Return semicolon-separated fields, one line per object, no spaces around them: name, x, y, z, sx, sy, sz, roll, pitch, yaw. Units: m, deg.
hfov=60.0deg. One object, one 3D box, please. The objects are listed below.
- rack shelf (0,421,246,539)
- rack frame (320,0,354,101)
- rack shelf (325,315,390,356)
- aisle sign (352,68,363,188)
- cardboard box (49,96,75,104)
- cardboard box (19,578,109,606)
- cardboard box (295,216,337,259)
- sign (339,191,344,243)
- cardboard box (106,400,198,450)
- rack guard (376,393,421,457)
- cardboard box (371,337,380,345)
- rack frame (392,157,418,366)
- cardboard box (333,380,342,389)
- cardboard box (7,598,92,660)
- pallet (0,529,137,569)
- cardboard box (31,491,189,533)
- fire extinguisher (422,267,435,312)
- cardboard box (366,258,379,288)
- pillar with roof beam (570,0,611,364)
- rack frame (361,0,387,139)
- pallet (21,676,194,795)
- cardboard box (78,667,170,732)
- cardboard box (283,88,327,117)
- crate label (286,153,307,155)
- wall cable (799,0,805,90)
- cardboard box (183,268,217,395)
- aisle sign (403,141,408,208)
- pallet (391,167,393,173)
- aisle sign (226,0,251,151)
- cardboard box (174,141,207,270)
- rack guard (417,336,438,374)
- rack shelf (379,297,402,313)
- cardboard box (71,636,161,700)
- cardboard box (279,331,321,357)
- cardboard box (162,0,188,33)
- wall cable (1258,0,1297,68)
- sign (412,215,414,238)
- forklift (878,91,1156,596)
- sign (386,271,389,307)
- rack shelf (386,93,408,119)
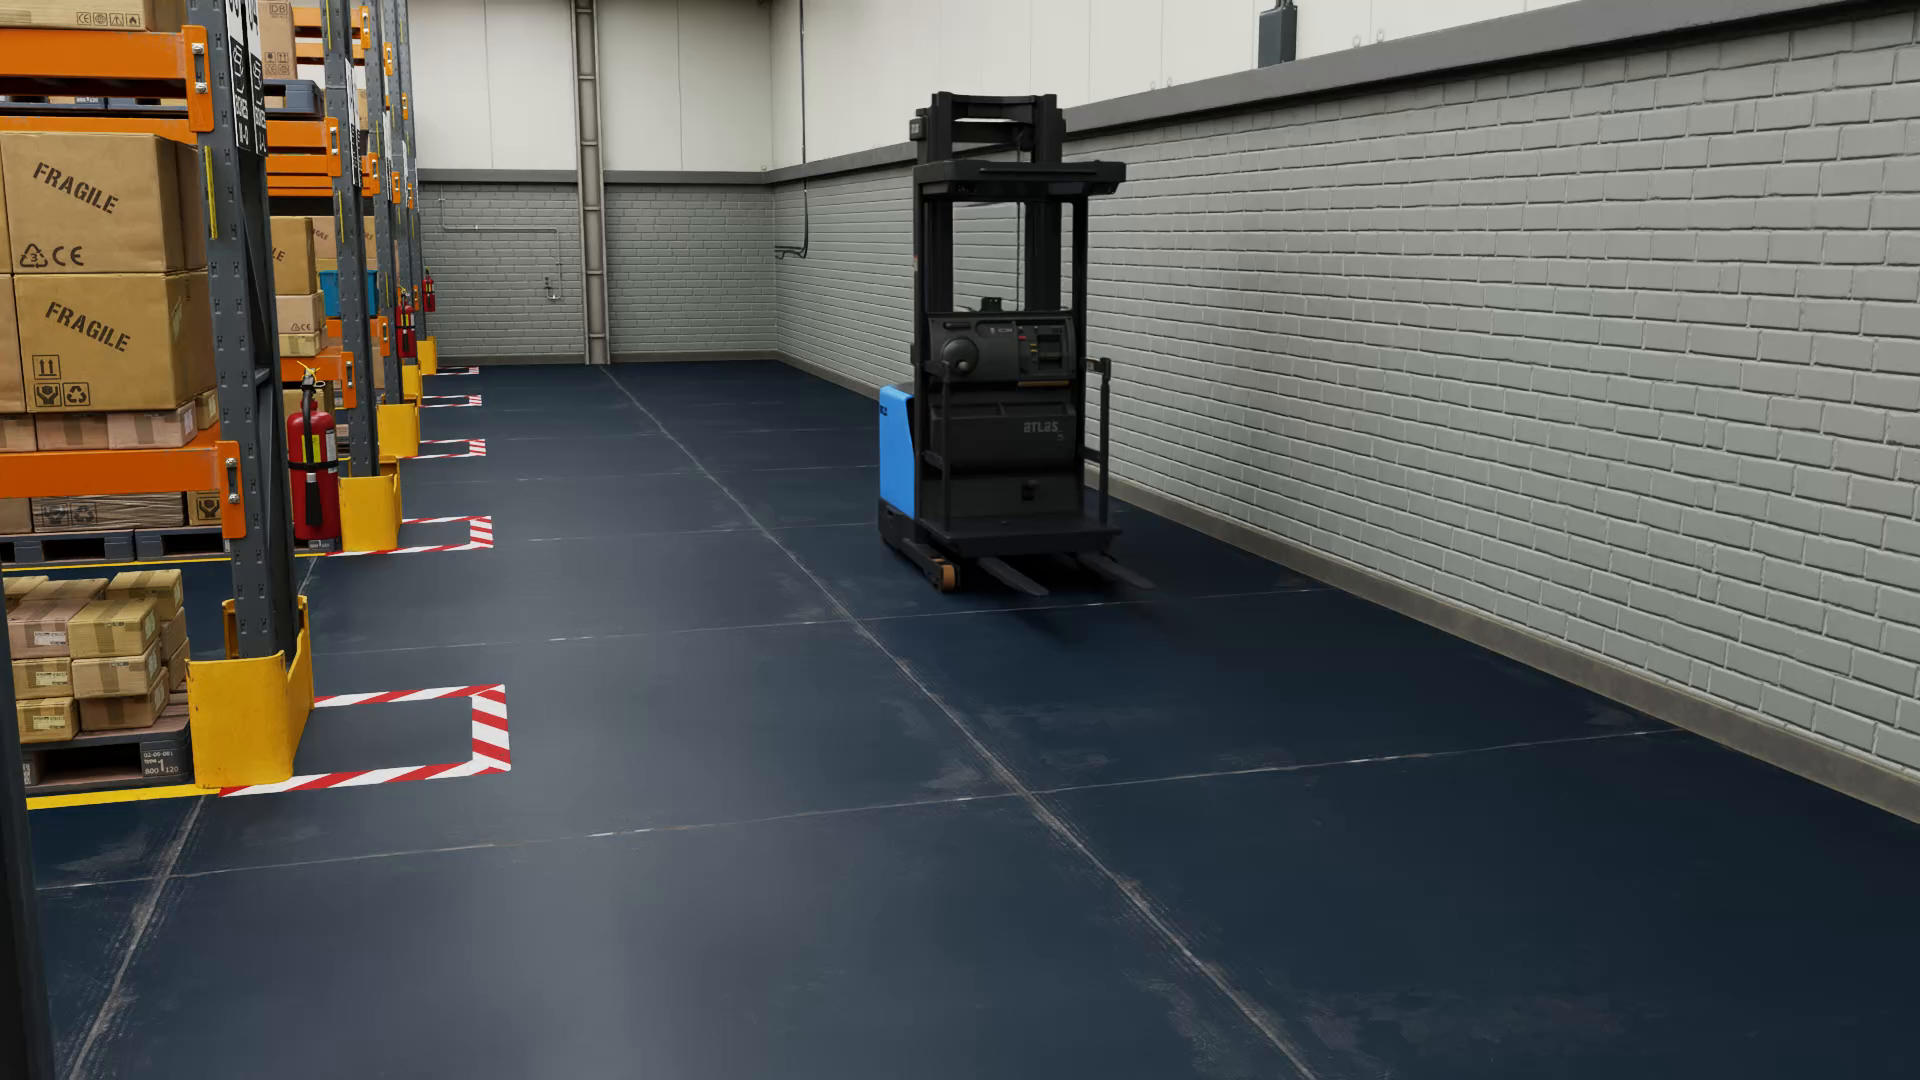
rack shelf;-4.773;-0.178;6.213;4.000;0.370;1.077;-3;11;-16
rack frame;-4.142;-4.450;10.866;0.127;3.000;1.000;-3;11;-16
rack shelf;-7.447;-1.906;15.601;4.000;0.370;1.077;-3;11;-16
aisle sign;-4.157;-2.834;11.477;0.004;0.787;0.394;-3;11;-16
cardboard box;-10.292;-5.067;19.463;0.500;0.500;0.700;-3;11;-16
cardboard box;-3.682;0.273;6.851;0.250;0.149;0.380;-3;11;-15
cardboard box;-7.743;-3.667;20.143;0.500;0.500;0.500;-3;11;-14
sign;-4.004;-2.091;10.766;0.005;0.325;0.100;-3;11;-16
cardboard box;-3.087;-0.443;6.364;0.250;0.149;0.380;-3;11;-16
rack guard;-5.507;-1.135;16.331;0.348;0.500;1.175;-3;11;-16
cardboard box;-8.940;-3.007;25.342;0.500;0.500;0.700;-3;11;-16
rack frame;-6.907;-3.222;20.764;0.127;3.000;1.000;-3;11;-16
cardboard box;-7.774;-1.970;20.573;0.250;0.166;0.380;-3;11;-16
cardboard box;-3.547;0.344;6.464;0.250;0.149;0.380;-3;11;-15
pallet;-6.057;-0.013;11.036;1.213;0.211;1.003;-3;11;-16
cardboard box;-5.608;-0.569;11.062;0.875;0.875;0.875;-3;11;-16
fire extinguisher;-8.022;-3.789;25.087;0.183;0.674;0.296;-3;11;-16
cardboard box;-7.261;-3.201;20.375;0.500;0.500;0.500;-3;11;-14
pillar with roof beam;-4.742;-6.572;22.392;0.400;9.000;9.100;-3;11;-16
rack frame;-5.526;-5.311;15.543;0.127;3.000;1.000;-3;11;-16
pallet;-3.716;0.778;6.739;1.213;0.211;1.003;-3;11;-16
cardboard box;-3.300;0.626;6.576;0.250;0.149;0.380;-3;11;-15
cardboard box;-7.900;-5.199;20.179;0.500;0.500;0.700;-3;11;-16
crate label;-6.503;-3.772;15.879;0.502;0.251;0.408;-3;11;-16
wall cable;-2.009;-7.744;23.384;0.112;2.526;3.097;-3;11;-16
cardboard box;-3.361;-0.853;6.799;0.500;0.500;0.500;-2;11;-13
aisle sign;-6.756;-4.451;20.258;0.004;0.787;0.394;-3;11;-16
pallet;-9.005;-5.475;24.964;1.213;0.211;1.003;-3;11;-16
aisle sign;-2.699;-1.863;6.199;0.004;0.787;0.394;-3;11;-16
cardboard box;-3.358;-1.343;6.698;0.500;0.500;0.500;-3;11;-16
rack guard;-8.272;-2.855;25.674;0.348;0.500;1.175;-3;11;-16
rack shelf;-8.828;-2.767;20.280;4.000;0.370;1.077;-3;11;-16
cardboard box;-3.280;0.493;6.476;0.250;0.149;0.380;-3;11;-17
cardboard box;-4.392;-1.301;11.023;0.250;0.149;0.380;-3;11;-15
cardboard box;-3.355;-2.056;6.558;0.500;0.250;0.500;-3;11;-14
wall cable;2.250;-5.719;8.874;0.120;5.999;2.277;-3;11;-16
sign;-8.157;-4.674;24.798;0.005;0.325;0.100;-3;11;-16
forklift;0.322;-1.212;10.036;1.130;2.935;3.031;-3;11;-15
sign;-5.357;-2.346;15.556;0.005;0.325;0.100;-3;11;-16
rack shelf;-10.216;-6.382;24.449;4.000;0.370;1.077;-3;11;-16
